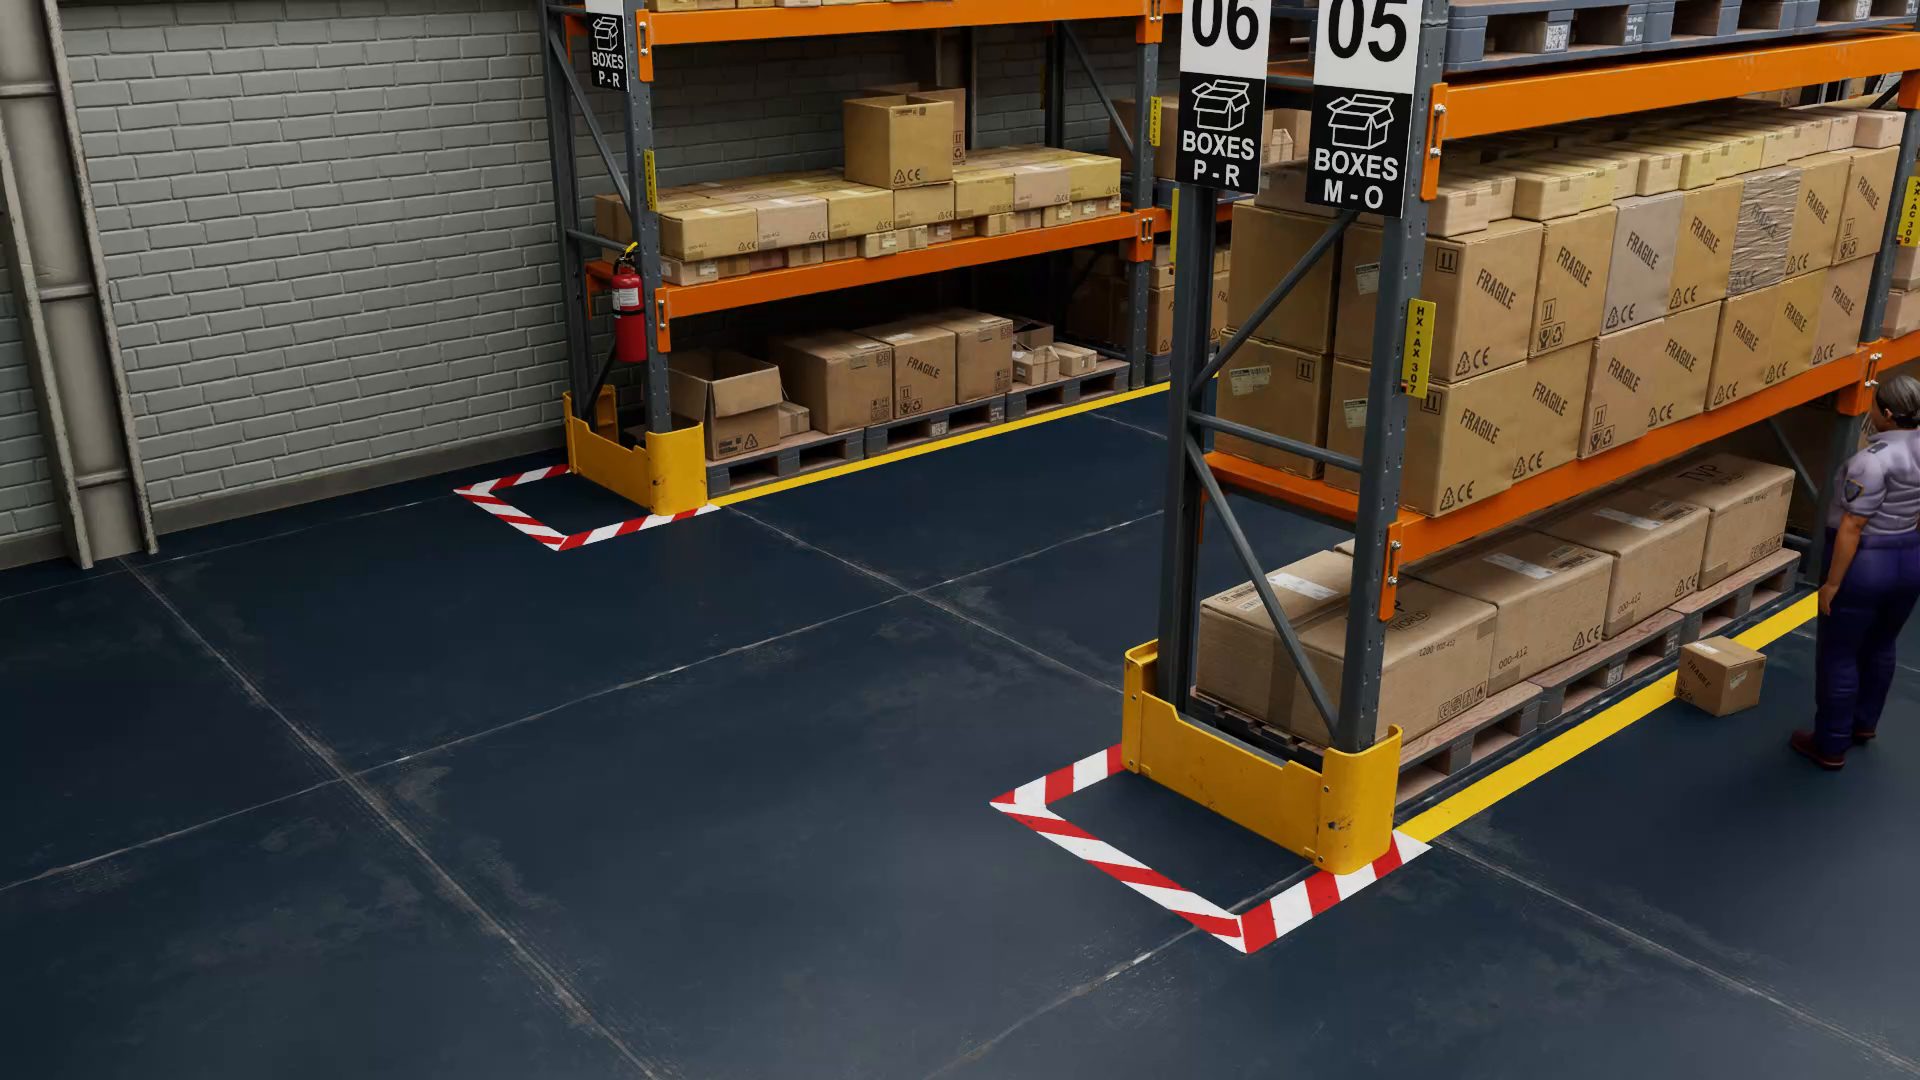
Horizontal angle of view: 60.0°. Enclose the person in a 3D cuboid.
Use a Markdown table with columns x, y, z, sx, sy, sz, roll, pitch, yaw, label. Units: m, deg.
| x | y | z | sx | sy | sz | roll | pitch | yaw | label |
| --- | --- | --- | --- | --- | --- | --- | --- | --- | --- |
| 3.703 | 0.111 | 6.808 | 0.568 | 1.665 | 0.467 | -6 | 22 | -16 | person |
